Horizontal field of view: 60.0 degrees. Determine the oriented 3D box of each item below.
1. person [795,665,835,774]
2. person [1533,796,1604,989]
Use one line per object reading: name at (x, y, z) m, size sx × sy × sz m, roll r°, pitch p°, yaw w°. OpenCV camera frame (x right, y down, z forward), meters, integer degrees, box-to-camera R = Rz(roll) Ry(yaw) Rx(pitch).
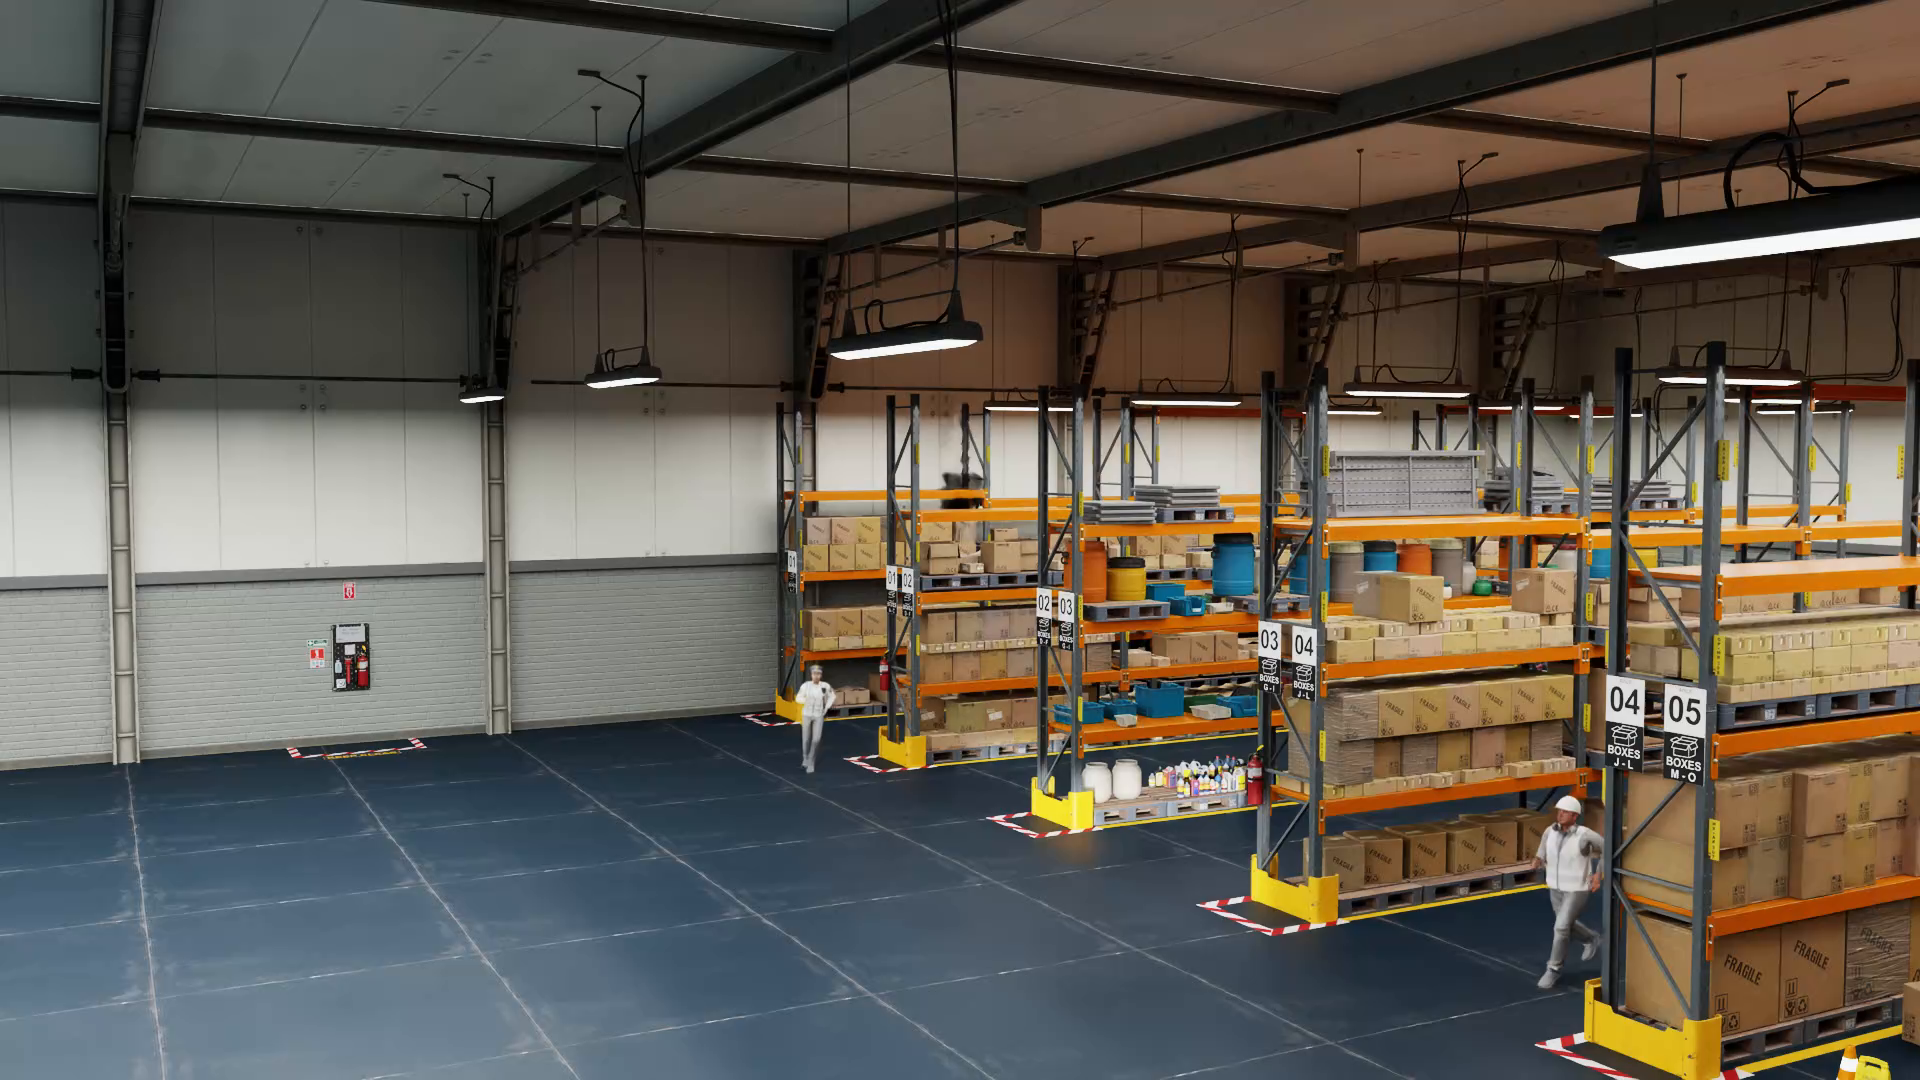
person at (-2.303, 2.838, 26.409) m, size 0.612 × 1.738 × 0.715 m, roll 0°, pitch 3°, yaw 0°
person at (5.909, 3.369, 16.104) m, size 0.977 × 1.796 × 0.688 m, roll -2°, pitch 4°, yaw -35°
